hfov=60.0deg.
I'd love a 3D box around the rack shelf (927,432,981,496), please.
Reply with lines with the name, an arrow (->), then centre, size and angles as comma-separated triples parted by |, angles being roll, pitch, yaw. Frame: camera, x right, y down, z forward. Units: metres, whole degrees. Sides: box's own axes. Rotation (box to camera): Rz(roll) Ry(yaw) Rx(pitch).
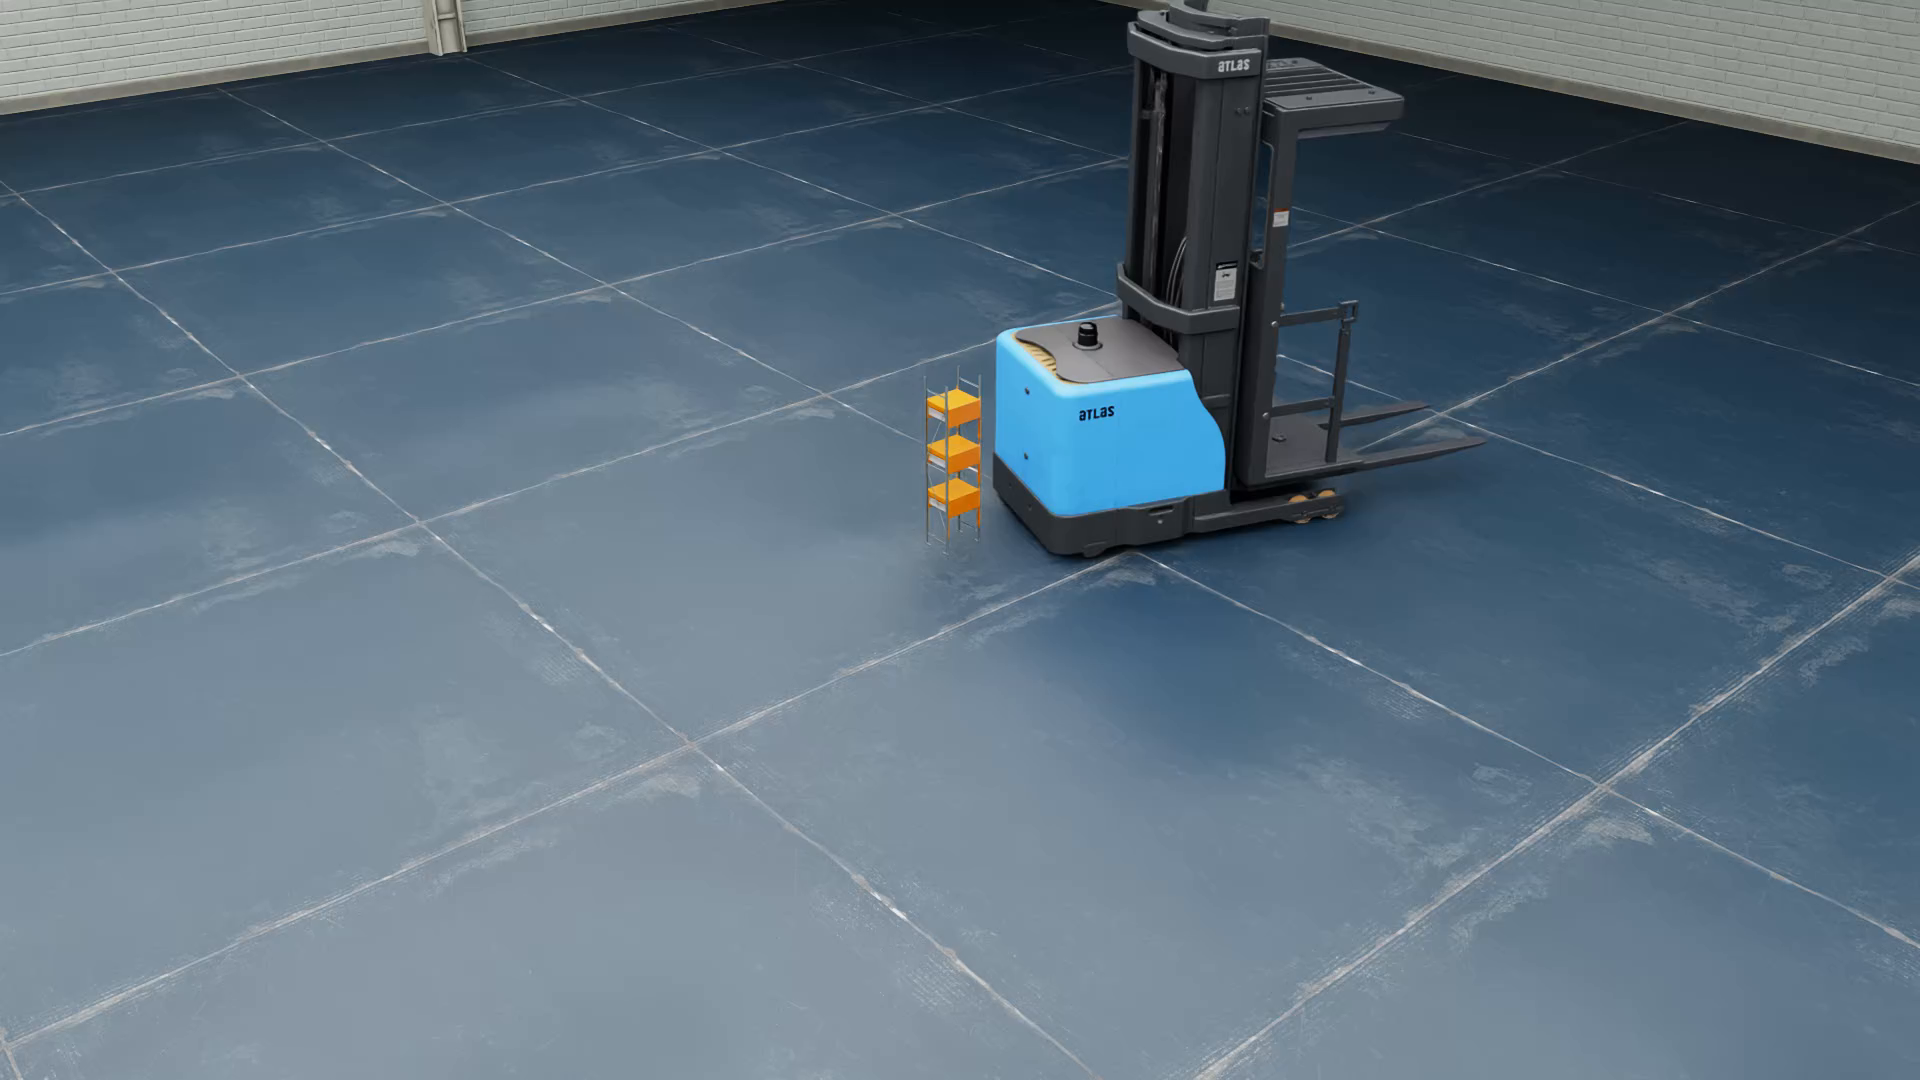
rack shelf -> -0.041, -0.437, 9.477 | 0.240, 0.259, 0.215 | -22, 35, -35

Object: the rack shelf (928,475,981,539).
rack shelf -> -0.041, -0.192, 9.608 | 0.240, 0.259, 0.215 | -22, 35, -35

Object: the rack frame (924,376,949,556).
rack frame -> -0.134, -0.409, 9.402 | 0.008, 1.050, 0.200 | -22, 35, -35

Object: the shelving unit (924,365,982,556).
shelving unit -> -0.041, -0.447, 9.472 | 0.252, 1.050, 0.215 | -22, 35, -35

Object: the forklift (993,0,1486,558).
forklift -> 1.772, -1.612, 9.657 | 3.031, 2.935, 1.130 | -10, 30, -18

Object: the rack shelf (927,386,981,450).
rack shelf -> -0.041, -0.688, 9.343 | 0.240, 0.259, 0.215 | -22, 35, -35

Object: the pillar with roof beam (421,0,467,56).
pillar with roof beam -> -3.867, -8.779, 16.630 | 0.400, 9.000, 9.100 | -22, 35, -35

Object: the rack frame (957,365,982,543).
rack frame -> 0.052, -0.484, 9.542 | 0.008, 1.050, 0.200 | -22, 35, -35
